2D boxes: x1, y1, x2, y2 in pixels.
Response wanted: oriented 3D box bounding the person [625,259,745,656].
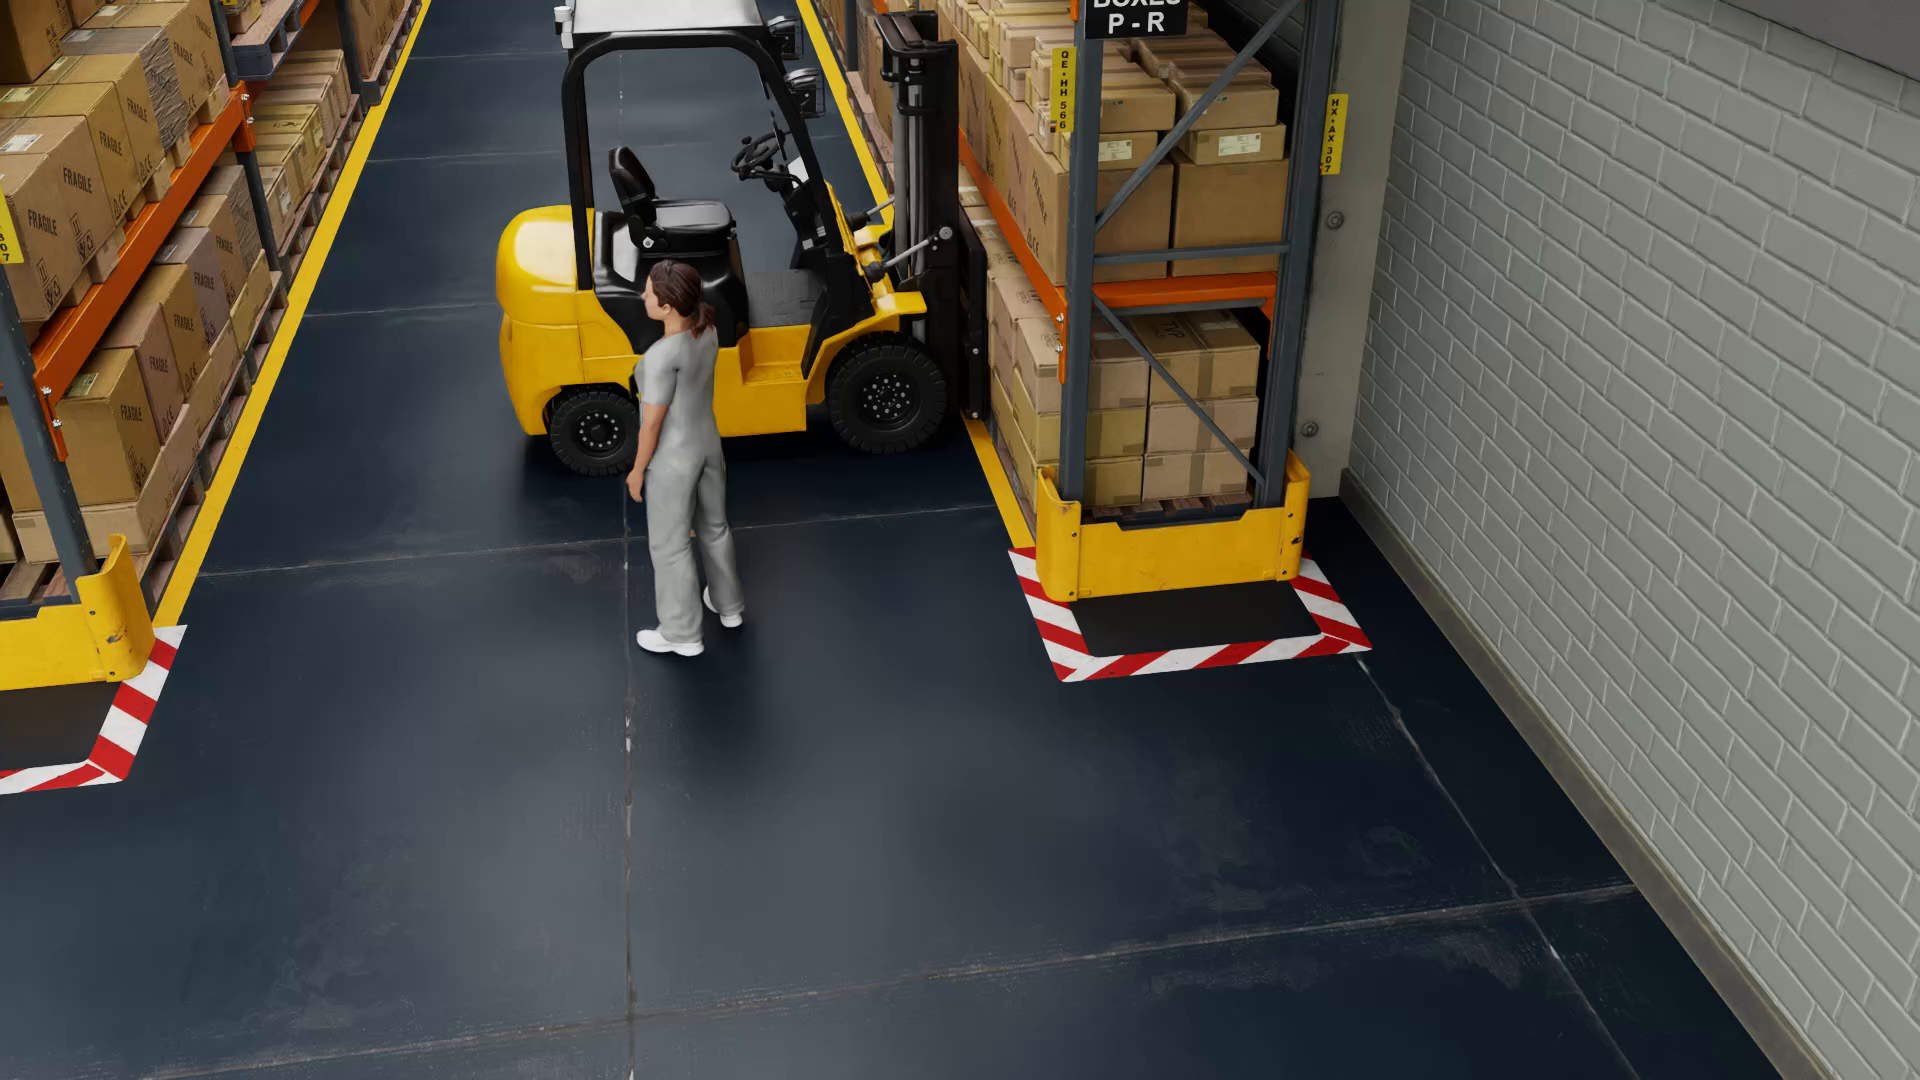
[{"bbox_3d":[-1.107,-0.334,6.655,0.396,1.681,0.540,13,33,21],"label":"person"}]
